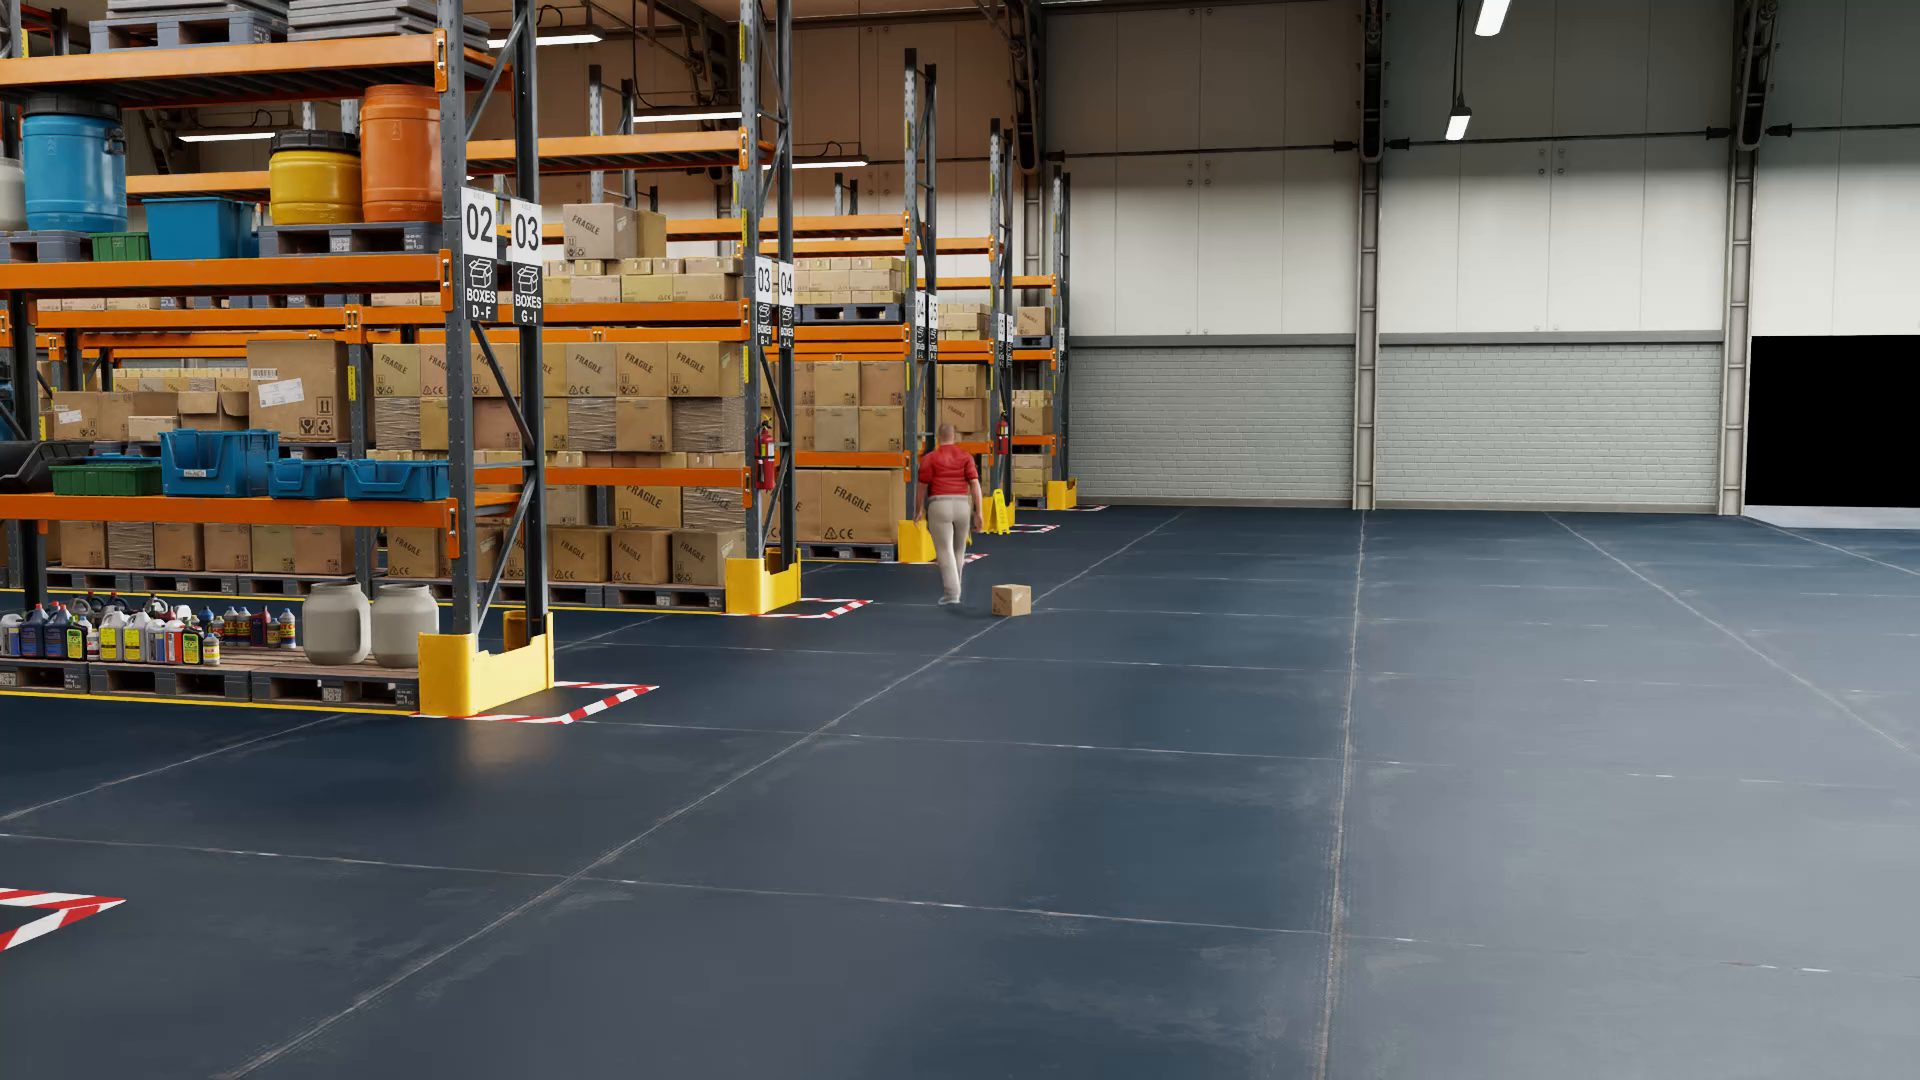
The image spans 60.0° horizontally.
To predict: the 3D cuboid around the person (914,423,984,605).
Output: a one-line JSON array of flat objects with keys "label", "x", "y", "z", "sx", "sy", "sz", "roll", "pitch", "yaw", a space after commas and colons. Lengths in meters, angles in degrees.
[{"label": "person", "x": -0.119, "y": -0.238, "z": 15.474, "sx": 0.575, "sy": 1.694, "sz": 0.991, "roll": -2, "pitch": 5, "yaw": -20}]
